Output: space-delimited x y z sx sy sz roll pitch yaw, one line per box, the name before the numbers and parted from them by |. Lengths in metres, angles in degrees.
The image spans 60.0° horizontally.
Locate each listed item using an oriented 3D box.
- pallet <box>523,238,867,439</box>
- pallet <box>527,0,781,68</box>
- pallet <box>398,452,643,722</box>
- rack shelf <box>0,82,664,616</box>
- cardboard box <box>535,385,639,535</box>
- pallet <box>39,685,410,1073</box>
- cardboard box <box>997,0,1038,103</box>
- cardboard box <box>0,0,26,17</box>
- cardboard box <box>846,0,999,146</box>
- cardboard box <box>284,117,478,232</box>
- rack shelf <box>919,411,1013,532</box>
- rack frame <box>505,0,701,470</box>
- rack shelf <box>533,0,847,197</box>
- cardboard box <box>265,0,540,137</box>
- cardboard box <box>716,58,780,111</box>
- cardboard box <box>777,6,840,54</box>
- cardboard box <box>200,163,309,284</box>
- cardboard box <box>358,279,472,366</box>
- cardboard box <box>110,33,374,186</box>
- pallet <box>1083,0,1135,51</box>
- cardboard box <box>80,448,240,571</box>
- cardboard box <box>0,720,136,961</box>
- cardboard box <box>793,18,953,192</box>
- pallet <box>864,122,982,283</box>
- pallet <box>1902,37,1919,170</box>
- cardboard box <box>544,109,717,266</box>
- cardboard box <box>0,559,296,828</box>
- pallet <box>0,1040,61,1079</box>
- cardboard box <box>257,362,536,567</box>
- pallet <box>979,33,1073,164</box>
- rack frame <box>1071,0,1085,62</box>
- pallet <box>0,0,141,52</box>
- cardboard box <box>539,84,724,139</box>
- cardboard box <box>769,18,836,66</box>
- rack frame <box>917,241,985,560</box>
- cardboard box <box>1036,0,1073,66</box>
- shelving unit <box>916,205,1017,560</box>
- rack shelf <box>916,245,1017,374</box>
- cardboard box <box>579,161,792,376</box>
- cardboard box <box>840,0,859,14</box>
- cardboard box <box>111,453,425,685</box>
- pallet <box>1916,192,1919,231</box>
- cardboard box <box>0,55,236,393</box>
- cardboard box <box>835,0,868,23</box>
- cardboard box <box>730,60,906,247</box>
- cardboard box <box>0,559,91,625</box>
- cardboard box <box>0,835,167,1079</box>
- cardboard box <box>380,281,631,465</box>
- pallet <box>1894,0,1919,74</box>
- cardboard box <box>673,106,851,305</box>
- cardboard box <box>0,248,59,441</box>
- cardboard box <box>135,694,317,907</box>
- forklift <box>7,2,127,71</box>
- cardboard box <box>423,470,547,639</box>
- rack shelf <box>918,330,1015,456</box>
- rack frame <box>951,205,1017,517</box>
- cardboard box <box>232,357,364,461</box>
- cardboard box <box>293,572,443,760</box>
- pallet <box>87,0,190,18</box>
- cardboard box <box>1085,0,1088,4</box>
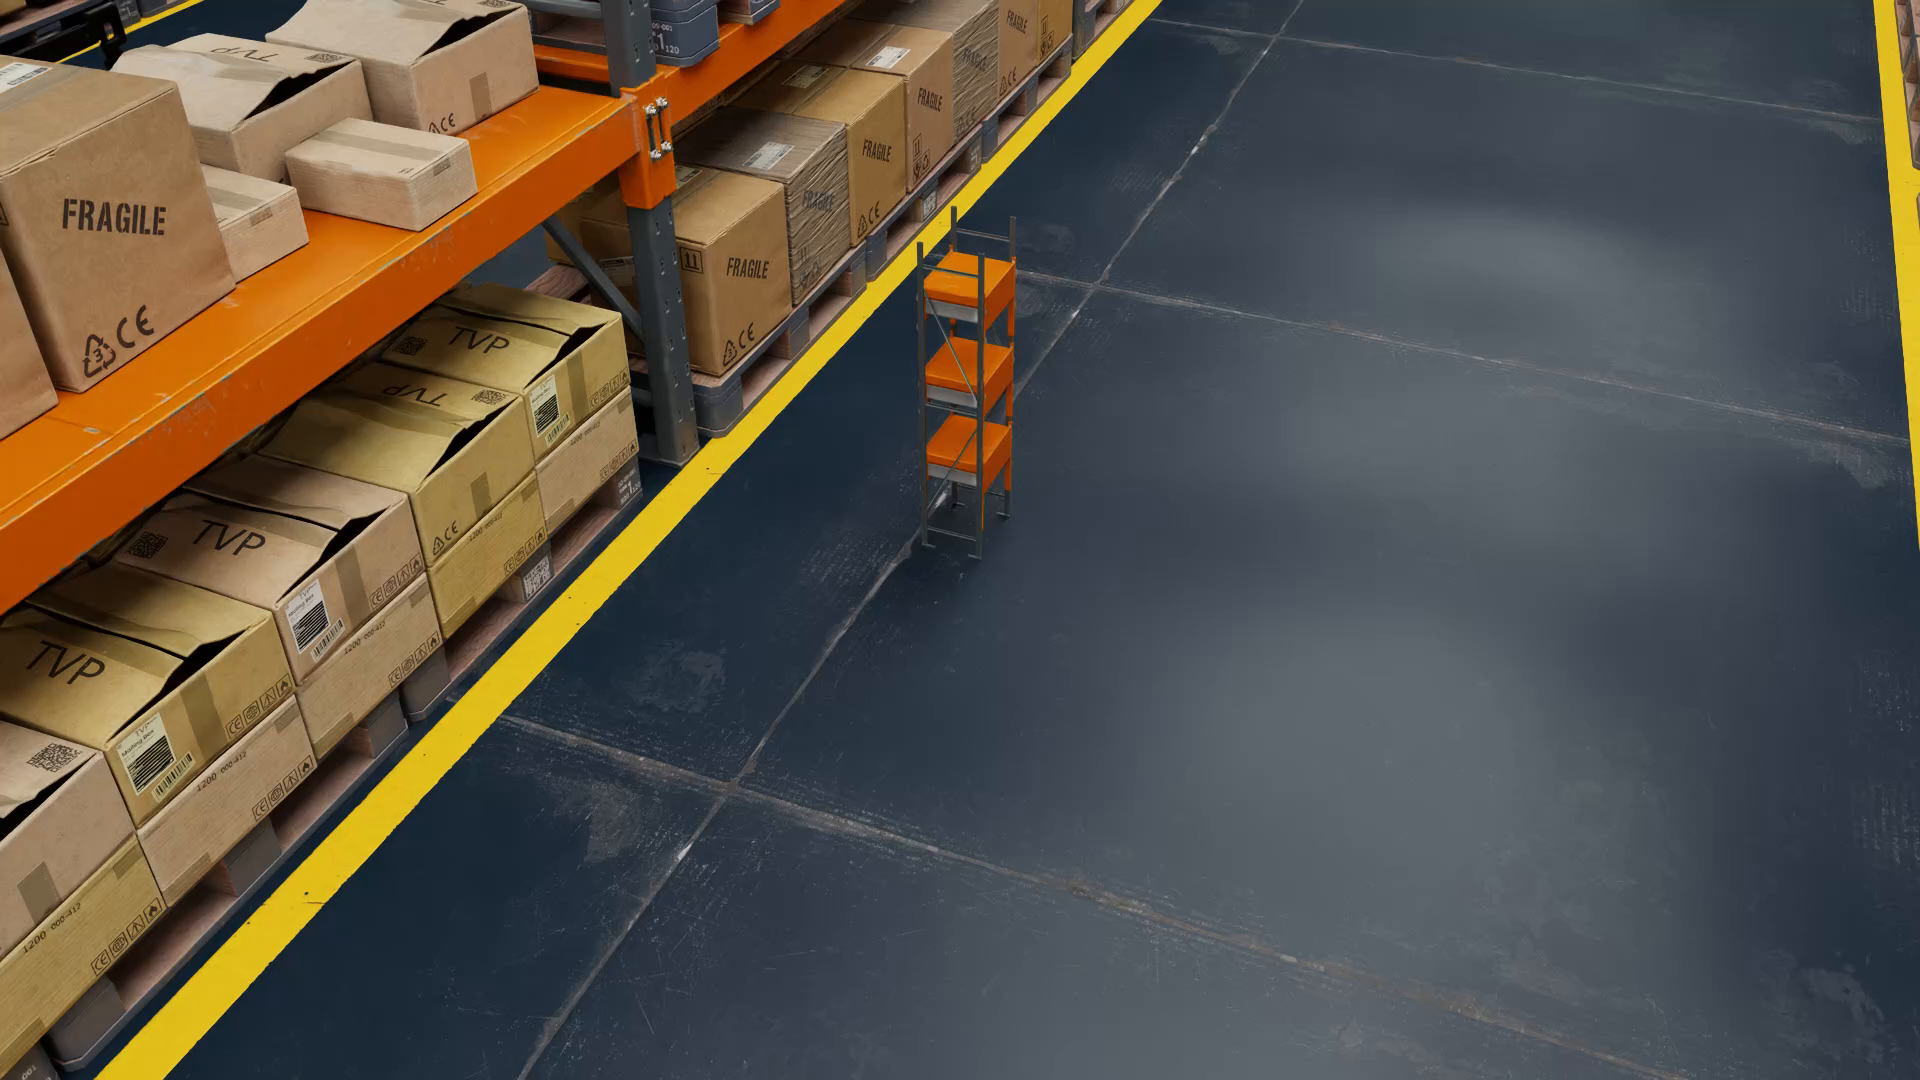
pallet | -1.050 -0.873 6.242 1.003 0.211 1.213 14 39 18
pallet | -1.176 -1.900 5.447 1.213 0.211 1.003 14 39 18
pallet | -1.718 -0.022 5.103 1.003 0.211 1.213 14 39 18
rack shelf | -2.130 -0.190 3.600 1.077 0.370 4.000 14 39 18
cardboard box | -1.343 -0.306 5.099 0.500 0.250 0.500 15 39 19
pallet | -2.184 0.651 4.202 1.003 0.211 1.213 14 39 18
cardboard box | 0.035 -2.365 7.629 0.500 0.500 0.500 14 39 18
cardboard box | -5.211 -2.880 8.042 0.750 0.750 0.750 14 39 18
cardboard box | -0.156 -2.087 7.258 0.500 0.500 0.500 14 39 18
cardboard box | -1.455 -0.924 4.191 0.380 0.149 0.250 14 39 18
rack shelf | 0.020 -0.219 5.148 0.215 0.259 0.240 14 39 18
rack frame | -1.369 -1.586 4.866 1.000 3.000 0.127 14 39 18
rack shelf | -0.608 -2.405 6.563 1.077 0.370 4.000 14 39 18
cardboard box | -1.547 -1.358 4.636 0.500 0.311 0.500 16 40 21
cardboard box | -1.033 -1.618 6.630 0.500 0.500 0.500 12 39 16
cardboard box | -0.827 -2.232 6.824 0.500 0.250 0.500 13 39 17
cardboard box | -1.802 -0.766 3.979 0.380 0.149 0.250 17 40 21
cardboard box | -1.839 -0.654 5.097 0.500 0.311 0.500 15 39 19
cardboard box | -1.888 -1.099 4.289 0.500 0.311 0.500 13 39 17
pallet | 0.416 -3.063 9.172 1.003 0.211 1.213 14 39 18
cardboard box | -2.228 -0.079 4.328 0.500 0.311 0.500 13 39 17
cardboard box | -2.112 0.603 3.416 0.500 0.311 0.500 13 39 16
cardboard box | -0.348 -1.805 6.880 0.500 0.500 0.500 13 39 16
pallet | -0.584 -1.546 7.143 1.003 0.211 1.213 14 39 18
pallet | 4.977 -1.969 7.708 1.003 0.211 1.213 14 39 18
cardboard box | -1.230 -1.332 6.247 0.500 0.500 0.500 15 39 20
cardboard box | -1.919 0.314 3.802 0.500 0.311 0.500 15 39 19
pallet | -2.646 1.329 3.295 1.003 0.211 1.213 14 39 18
cardboard box | -1.532 -0.242 4.545 0.500 0.311 0.500 13 39 17
pallet | -0.121 -2.224 8.050 1.003 0.211 1.213 14 39 18
rack frame | 0.153 -3.800 7.829 1.000 3.000 0.127 14 39 18
pallet | -5.116 -2.687 8.669 1.003 0.211 1.213 14 39 18
cardboard box | -1.212 -1.664 6.065 0.500 0.250 0.500 15 39 19
cardboard box | -0.839 -1.910 7.021 0.500 0.500 0.500 12 39 16
rack frame | -0.026 -0.383 4.885 0.200 1.050 0.008 14 39 18
cardboard box | 0.231 -2.637 7.993 0.500 0.500 0.500 14 39 17
shelving unit | 0.020 -0.450 4.975 0.215 1.050 0.252 14 39 18
rack shelf | 0.020 -0.669 4.812 0.215 0.259 0.240 14 39 18
cardboard box | -0.931 -0.947 5.733 0.500 0.500 0.500 15 39 20
cardboard box | -0.637 -2.510 7.196 0.500 0.250 0.500 14 39 18
cardboard box | -1.727 0.037 4.172 0.500 0.311 0.500 14 39 17
pallet | 4.401 -1.135 6.592 1.003 0.211 1.213 14 39 18
cardboard box | -1.992 -0.693 3.588 0.500 0.500 0.500 12 38 15
cardboard box | -0.646 -2.190 7.395 0.500 0.500 0.500 14 39 18
cardboard box | -0.542 -1.515 6.492 0.500 0.500 0.500 13 39 17
cardboard box | -2.423 0.205 3.947 0.500 0.311 0.500 13 39 17
cardboard box | -2.118 0.825 3.586 0.500 0.250 0.500 13 39 16
cardboard box | -1.340 -0.531 4.932 0.500 0.311 0.500 15 39 19
pallet | 5.439 -2.647 8.615 1.003 0.211 1.213 14 39 18
cardboard box | -0.737 -1.239 6.122 0.500 0.500 0.500 12 39 16
cardboard box | -2.192 -0.401 3.198 0.500 0.500 0.500 14 39 18
cardboard box | -1.923 0.544 3.963 0.500 0.250 0.500 15 39 19
forklift | -3.251 -1.704 5.082 1.130 2.935 3.031 13 39 16
cardboard box | -1.536 -0.019 4.716 0.500 0.250 0.500 13 39 17
rack shelf | 0.020 -0.442 4.982 0.215 0.259 0.240 14 39 18
rack frame | 0.067 -0.518 5.066 0.200 1.050 0.008 14 39 18
cardboard box | -2.032 -0.361 4.705 0.500 0.311 0.500 13 39 17
cardboard box | -1.730 0.258 4.345 0.500 0.250 0.500 15 39 19
pallet | -4.653 -3.365 9.576 1.003 0.211 1.213 14 39 18
cardboard box | 0.513 -3.083 8.747 0.500 0.311 0.500 14 39 18
